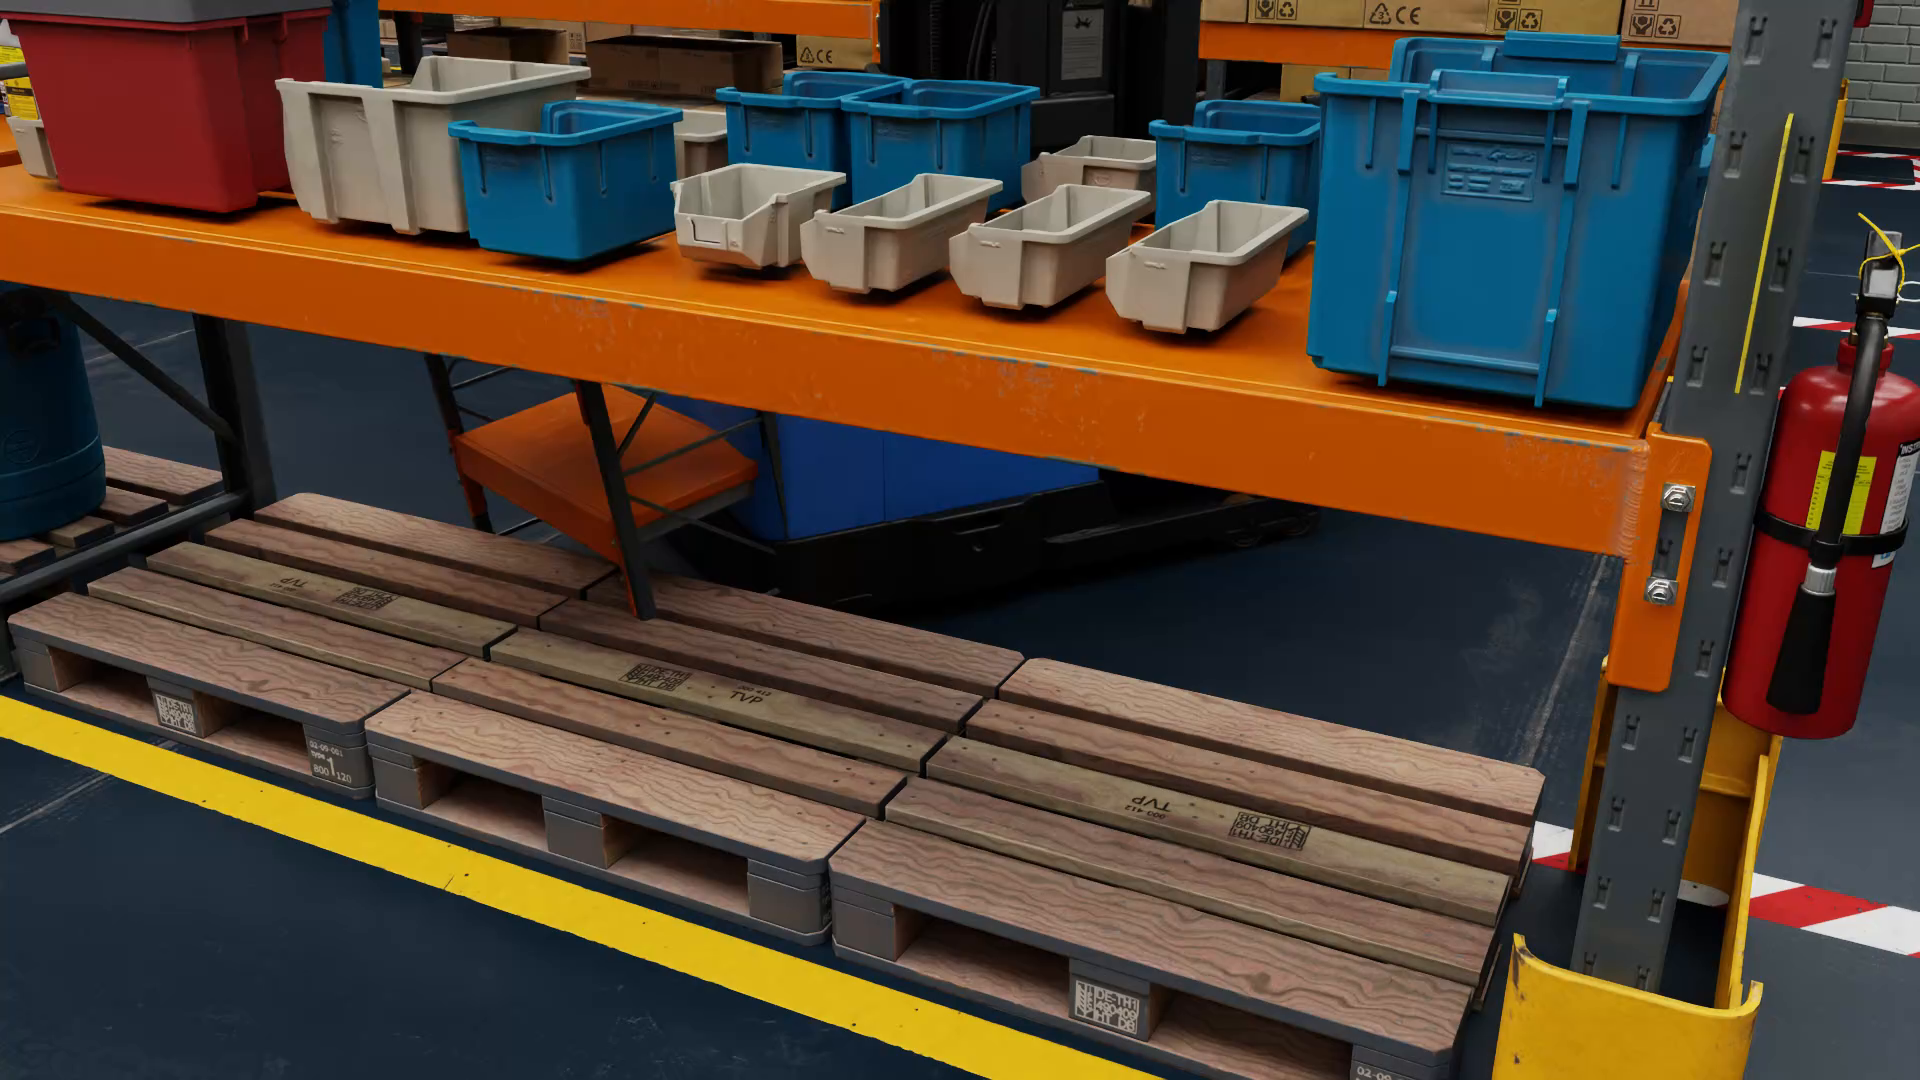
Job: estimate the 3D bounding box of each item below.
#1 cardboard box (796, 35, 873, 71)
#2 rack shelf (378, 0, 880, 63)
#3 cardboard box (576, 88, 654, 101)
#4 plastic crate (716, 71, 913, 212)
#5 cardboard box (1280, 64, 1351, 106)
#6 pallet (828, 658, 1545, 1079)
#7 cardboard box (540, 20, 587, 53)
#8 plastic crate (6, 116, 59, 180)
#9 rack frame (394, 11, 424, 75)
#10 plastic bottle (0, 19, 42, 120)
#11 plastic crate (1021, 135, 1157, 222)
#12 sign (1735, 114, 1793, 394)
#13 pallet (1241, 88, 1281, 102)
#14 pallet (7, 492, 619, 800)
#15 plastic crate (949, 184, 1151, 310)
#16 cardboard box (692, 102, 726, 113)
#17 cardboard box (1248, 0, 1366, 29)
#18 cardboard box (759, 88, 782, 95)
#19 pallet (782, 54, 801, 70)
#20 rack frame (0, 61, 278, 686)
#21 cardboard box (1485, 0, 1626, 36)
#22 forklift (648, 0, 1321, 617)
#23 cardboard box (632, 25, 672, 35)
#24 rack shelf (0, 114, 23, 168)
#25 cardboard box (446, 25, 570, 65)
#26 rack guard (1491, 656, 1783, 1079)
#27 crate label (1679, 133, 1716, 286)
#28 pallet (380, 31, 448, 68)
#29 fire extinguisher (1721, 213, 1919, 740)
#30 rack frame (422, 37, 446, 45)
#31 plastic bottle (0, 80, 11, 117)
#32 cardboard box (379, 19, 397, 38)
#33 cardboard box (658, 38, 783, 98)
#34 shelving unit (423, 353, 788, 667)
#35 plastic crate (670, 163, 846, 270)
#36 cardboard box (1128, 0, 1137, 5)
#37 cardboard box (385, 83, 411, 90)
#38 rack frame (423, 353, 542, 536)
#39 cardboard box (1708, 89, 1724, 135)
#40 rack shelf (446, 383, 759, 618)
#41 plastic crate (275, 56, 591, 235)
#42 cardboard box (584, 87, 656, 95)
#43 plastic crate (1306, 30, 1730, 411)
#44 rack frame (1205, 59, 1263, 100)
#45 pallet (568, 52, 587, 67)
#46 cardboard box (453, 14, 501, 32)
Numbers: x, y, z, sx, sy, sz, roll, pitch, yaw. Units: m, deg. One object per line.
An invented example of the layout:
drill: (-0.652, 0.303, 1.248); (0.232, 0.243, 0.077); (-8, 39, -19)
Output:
cardboard box: (-0.862, -4.366, 13.895); (0.750, 0.750, 0.750); (11, 25, 24)
rack shelf: (-1.906, -2.923, 9.210); (4.000, 0.370, 1.077); (11, 25, 25)
cardboard box: (-2.030, -2.208, 9.241); (0.500, 0.500, 0.500); (10, 25, 23)
plastic crate: (-0.304, -0.860, 3.577); (0.300, 0.233, 0.416); (11, 25, 25)
cardboard box: (2.732, -3.507, 12.321); (0.500, 0.500, 0.700); (12, 26, 25)
pallet: (0.492, 0.659, 3.431); (1.213, 0.211, 1.003); (11, 25, 25)
cardboard box: (-3.443, -4.794, 15.323); (0.500, 0.500, 0.700); (12, 26, 25)
plastic crate: (-2.008, -0.946, 3.902); (0.243, 0.136, 0.396); (11, 25, 25)
rack frame: (-3.691, -3.607, 9.900); (0.127, 3.000, 1.000); (11, 25, 25)
plastic bottle: (-2.563, -1.332, 4.611); (0.185, 0.351, 0.144); (11, 25, 25)
plastic crate: (0.284, -0.736, 3.407); (0.298, 0.136, 0.250); (11, 25, 25)
sign: (0.977, -0.346, 2.021); (0.005, 0.325, 0.100); (11, 25, 25)
pallet: (2.754, -3.187, 12.474); (1.213, 0.211, 1.003); (11, 25, 25)
pallet: (-1.685, 0.228, 4.445); (1.213, 0.211, 1.003); (11, 25, 25)
plastic crate: (0.149, -0.509, 2.873); (0.243, 0.136, 0.396); (11, 25, 25)
cardboard box: (-1.128, -2.030, 8.823); (0.500, 0.500, 0.500); (11, 26, 25)
cardboard box: (1.569, -2.494, 7.154); (0.500, 0.500, 0.500); (11, 25, 24)
cardboard box: (-0.924, -2.214, 9.255); (0.500, 0.500, 0.500); (12, 26, 25)
pallet: (-2.155, -4.193, 14.841); (1.213, 0.211, 1.003); (11, 25, 25)
rack frame: (-2.359, -1.172, 4.172); (0.127, 3.000, 1.000); (11, 25, 25)
cardboard box: (2.462, -2.315, 6.733); (0.500, 0.500, 0.500); (11, 26, 25)
forklift: (0.570, -1.496, 5.023); (3.031, 2.935, 1.130); (-12, 26, -25)
cardboard box: (-2.532, -4.631, 14.938); (0.500, 0.500, 0.700); (11, 25, 24)
rack shelf: (-4.144, -1.194, 5.144); (4.000, 0.370, 1.077); (11, 25, 25)
cardboard box: (-2.698, -2.913, 9.940); (0.500, 0.250, 0.500); (12, 26, 27)
rack guard: (1.238, 0.685, 3.001); (0.348, 0.500, 1.175); (11, 25, 25)
crate label: (1.139, -0.575, 2.905); (0.303, 0.233, 0.416); (11, 25, 25)
pallet: (-5.644, -4.867, 16.426); (1.213, 0.211, 1.003); (11, 25, 25)
fire extinguisher: (1.140, -0.073, 2.164); (0.183, 0.674, 0.296); (11, 25, 25)
rack frame: (-5.028, -6.044, 15.630); (0.127, 3.000, 1.000); (11, 25, 25)
plastic bottle: (-2.724, -1.332, 4.802); (0.097, 0.201, 0.097); (0, 23, 0)
cardboard box: (-5.519, -5.027, 16.296); (0.250, 0.166, 0.380); (8, 24, 18)
cardboard box: (-1.335, -2.645, 9.311); (0.500, 0.250, 0.500); (11, 26, 25)
shelving unit: (-0.997, -0.373, 4.562); (0.538, 1.125, 1.048); (-26, 32, -32)
plastic crate: (-0.383, -0.595, 3.077); (0.250, 0.136, 0.298); (11, 25, 25)
cardboard box: (0.669, -2.673, 7.574); (0.500, 0.500, 0.500); (12, 26, 25)
cardboard box: (-2.944, -2.389, 9.666); (0.500, 0.500, 0.500); (10, 25, 23)
rack frame: (-1.319, -0.513, 4.930); (0.500, 1.125, 0.032); (-26, 32, -32)
cardboard box: (5.011, -3.057, 11.263); (0.500, 0.500, 0.700); (11, 25, 25)
rack shelf: (-0.965, -0.157, 4.672); (0.538, 0.278, 1.000); (-26, 32, -32)
plastic crate: (-1.080, -0.811, 3.398); (0.530, 0.282, 0.437); (11, 25, 25)
cardboard box: (-1.817, -2.394, 9.679); (0.500, 0.500, 0.500); (10, 25, 23)
plastic crate: (0.827, -0.503, 2.478); (0.499, 0.435, 0.616); (11, 25, 25)
rack frame: (2.111, -4.632, 12.308); (0.127, 3.000, 1.000); (11, 25, 25)
pallet: (-3.240, -4.409, 15.348); (1.213, 0.211, 1.003); (11, 25, 25)
cardboard box: (-4.364, -4.972, 15.741); (0.500, 0.500, 0.700); (12, 26, 26)
